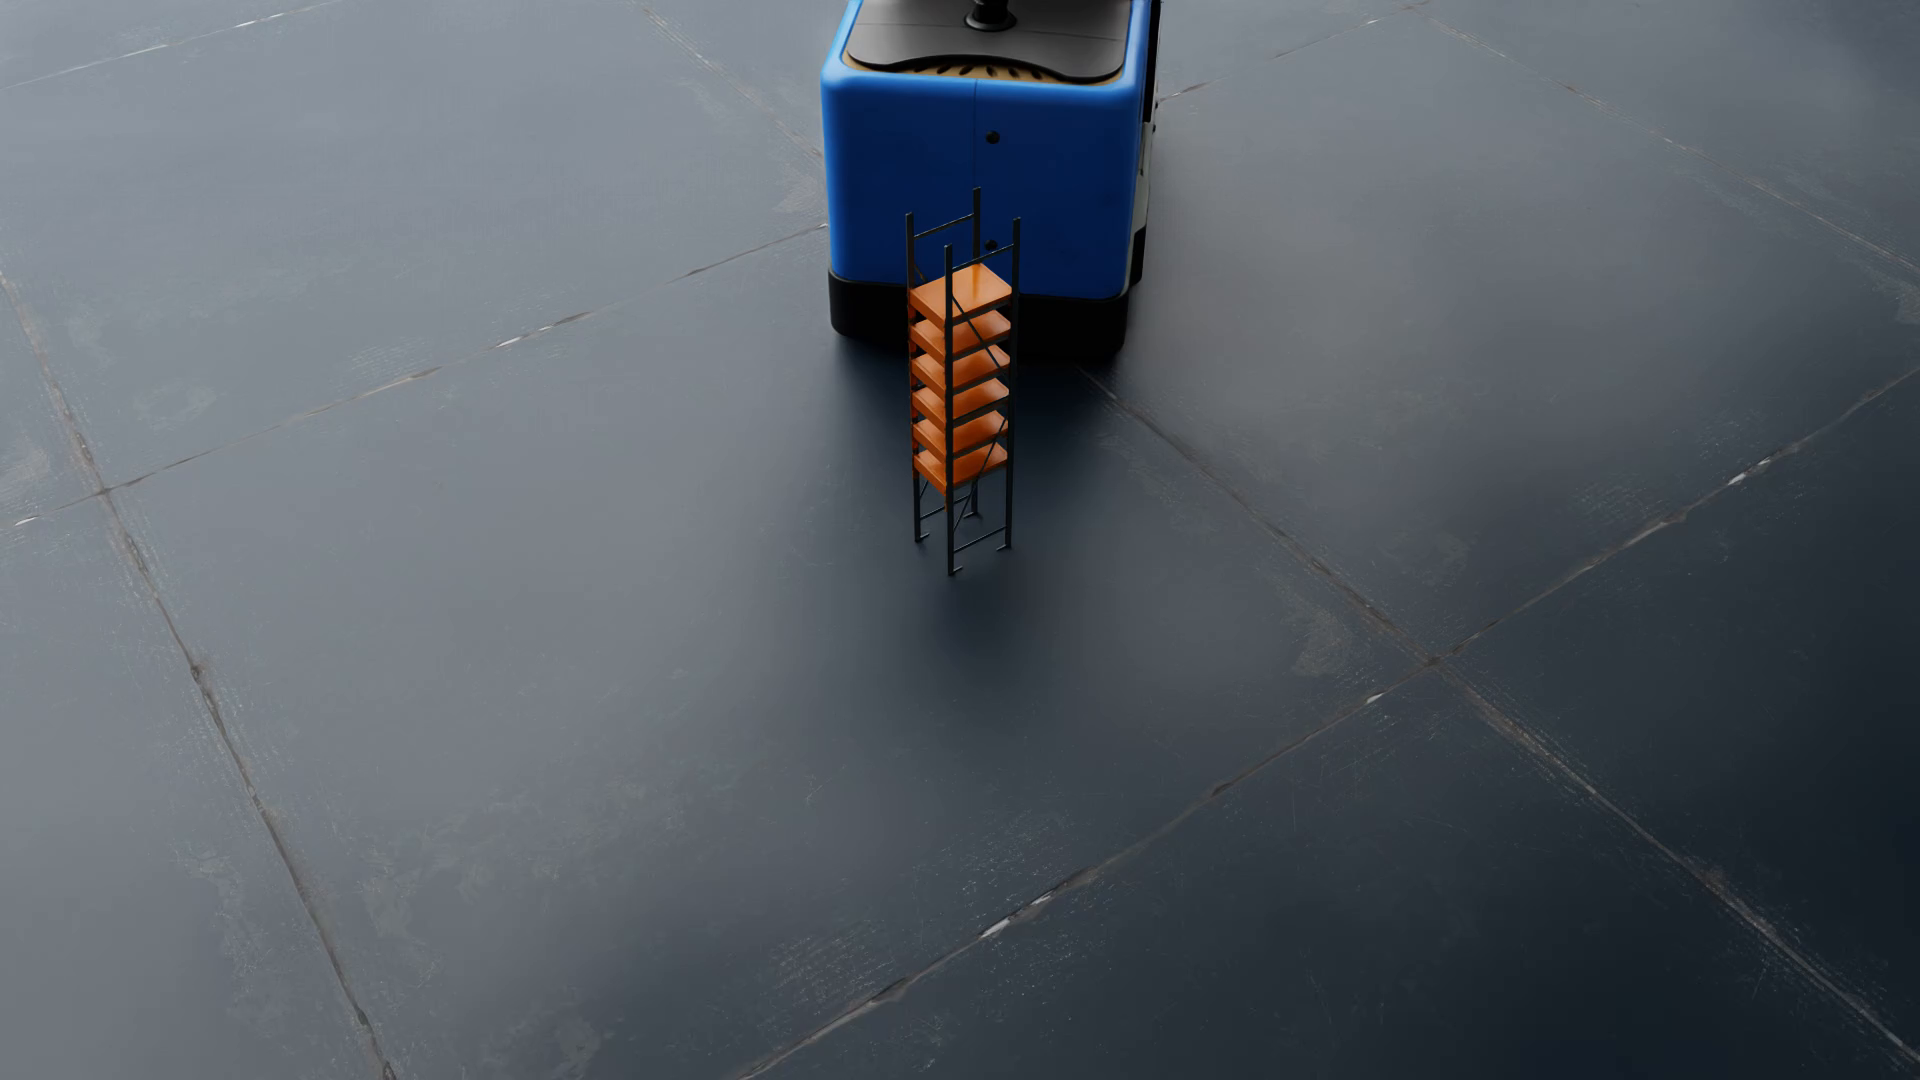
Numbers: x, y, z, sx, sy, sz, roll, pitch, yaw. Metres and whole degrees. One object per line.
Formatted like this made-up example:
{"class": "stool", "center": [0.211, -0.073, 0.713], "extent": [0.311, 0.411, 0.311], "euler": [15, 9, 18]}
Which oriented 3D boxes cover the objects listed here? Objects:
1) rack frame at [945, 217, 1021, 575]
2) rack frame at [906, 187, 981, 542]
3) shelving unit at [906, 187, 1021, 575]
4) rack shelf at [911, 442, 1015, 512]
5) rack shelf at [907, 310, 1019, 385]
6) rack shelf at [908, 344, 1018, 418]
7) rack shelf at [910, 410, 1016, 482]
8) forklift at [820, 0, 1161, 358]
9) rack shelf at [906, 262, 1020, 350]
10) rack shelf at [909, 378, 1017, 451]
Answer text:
{"class": "rack frame", "center": [0.061, -0.374, 4.773], "extent": [0.240, 1.200, 0.006], "euler": [-26, 49, -24]}
{"class": "rack frame", "center": [-0.044, -0.478, 4.881], "extent": [0.240, 1.200, 0.006], "euler": [-26, 49, -24]}
{"class": "shelving unit", "center": [0.008, -0.426, 4.827], "extent": [0.258, 1.200, 0.189], "euler": [-26, 49, -24]}
{"class": "rack shelf", "center": [0.008, -0.220, 5.024], "extent": [0.258, 0.103, 0.180], "euler": [-26, 49, -24]}
{"class": "rack shelf", "center": [0.008, -0.567, 4.692], "extent": [0.258, 0.103, 0.180], "euler": [-26, 49, -24]}
{"class": "rack shelf", "center": [0.008, -0.480, 4.775], "extent": [0.258, 0.103, 0.180], "euler": [-26, 49, -24]}
{"class": "rack shelf", "center": [0.008, -0.307, 4.941], "extent": [0.258, 0.103, 0.180], "euler": [-26, 49, -24]}
{"class": "forklift", "center": [0.248, -2.718, 5.975], "extent": [1.130, 2.935, 3.031], "euler": [5, 44, 6]}
{"class": "rack shelf", "center": [0.008, -0.654, 4.609], "extent": [0.258, 0.103, 0.180], "euler": [-26, 49, -24]}
{"class": "rack shelf", "center": [0.008, -0.394, 4.858], "extent": [0.258, 0.103, 0.180], "euler": [-26, 49, -24]}
